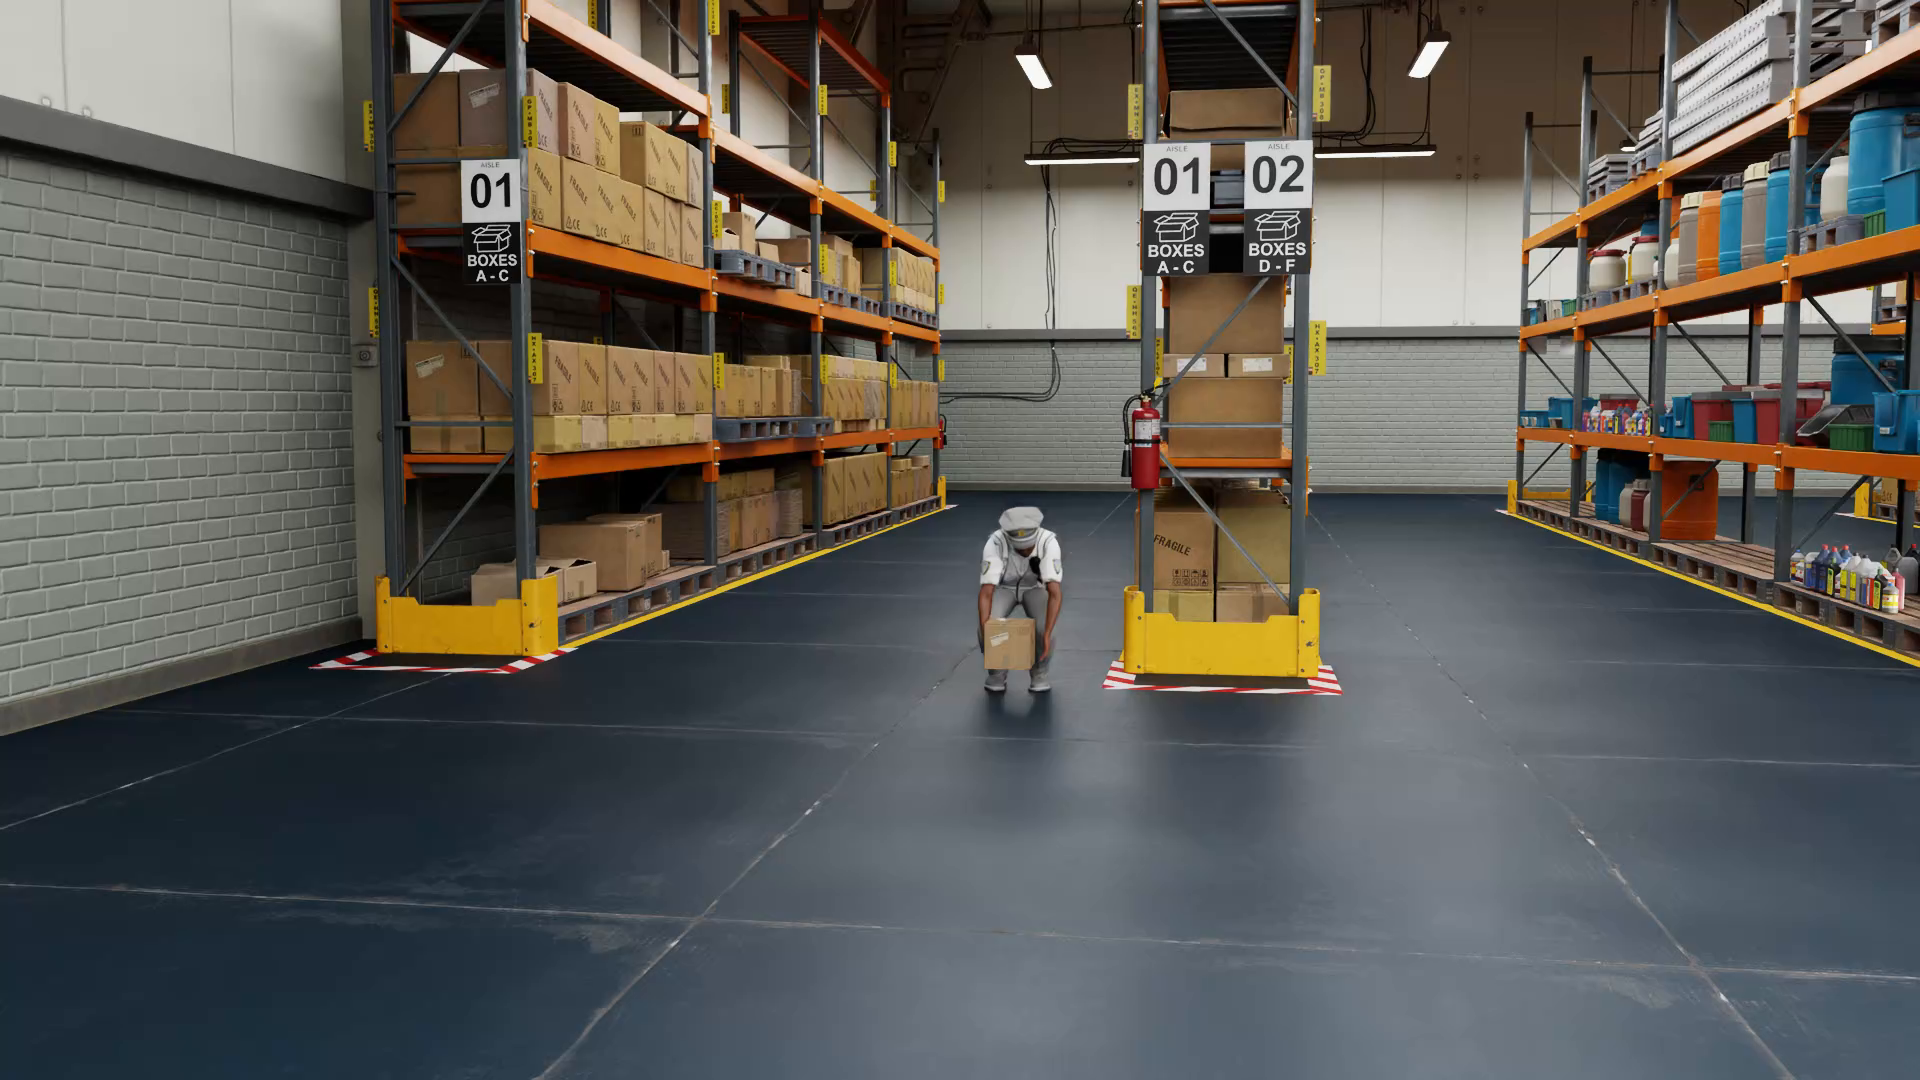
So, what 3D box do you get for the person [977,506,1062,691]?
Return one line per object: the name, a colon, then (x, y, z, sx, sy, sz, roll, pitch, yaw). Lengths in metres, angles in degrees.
person: (0.348, 0.333, 9.465, 0.491, 1.076, 0.827, 1, 5, 7)
